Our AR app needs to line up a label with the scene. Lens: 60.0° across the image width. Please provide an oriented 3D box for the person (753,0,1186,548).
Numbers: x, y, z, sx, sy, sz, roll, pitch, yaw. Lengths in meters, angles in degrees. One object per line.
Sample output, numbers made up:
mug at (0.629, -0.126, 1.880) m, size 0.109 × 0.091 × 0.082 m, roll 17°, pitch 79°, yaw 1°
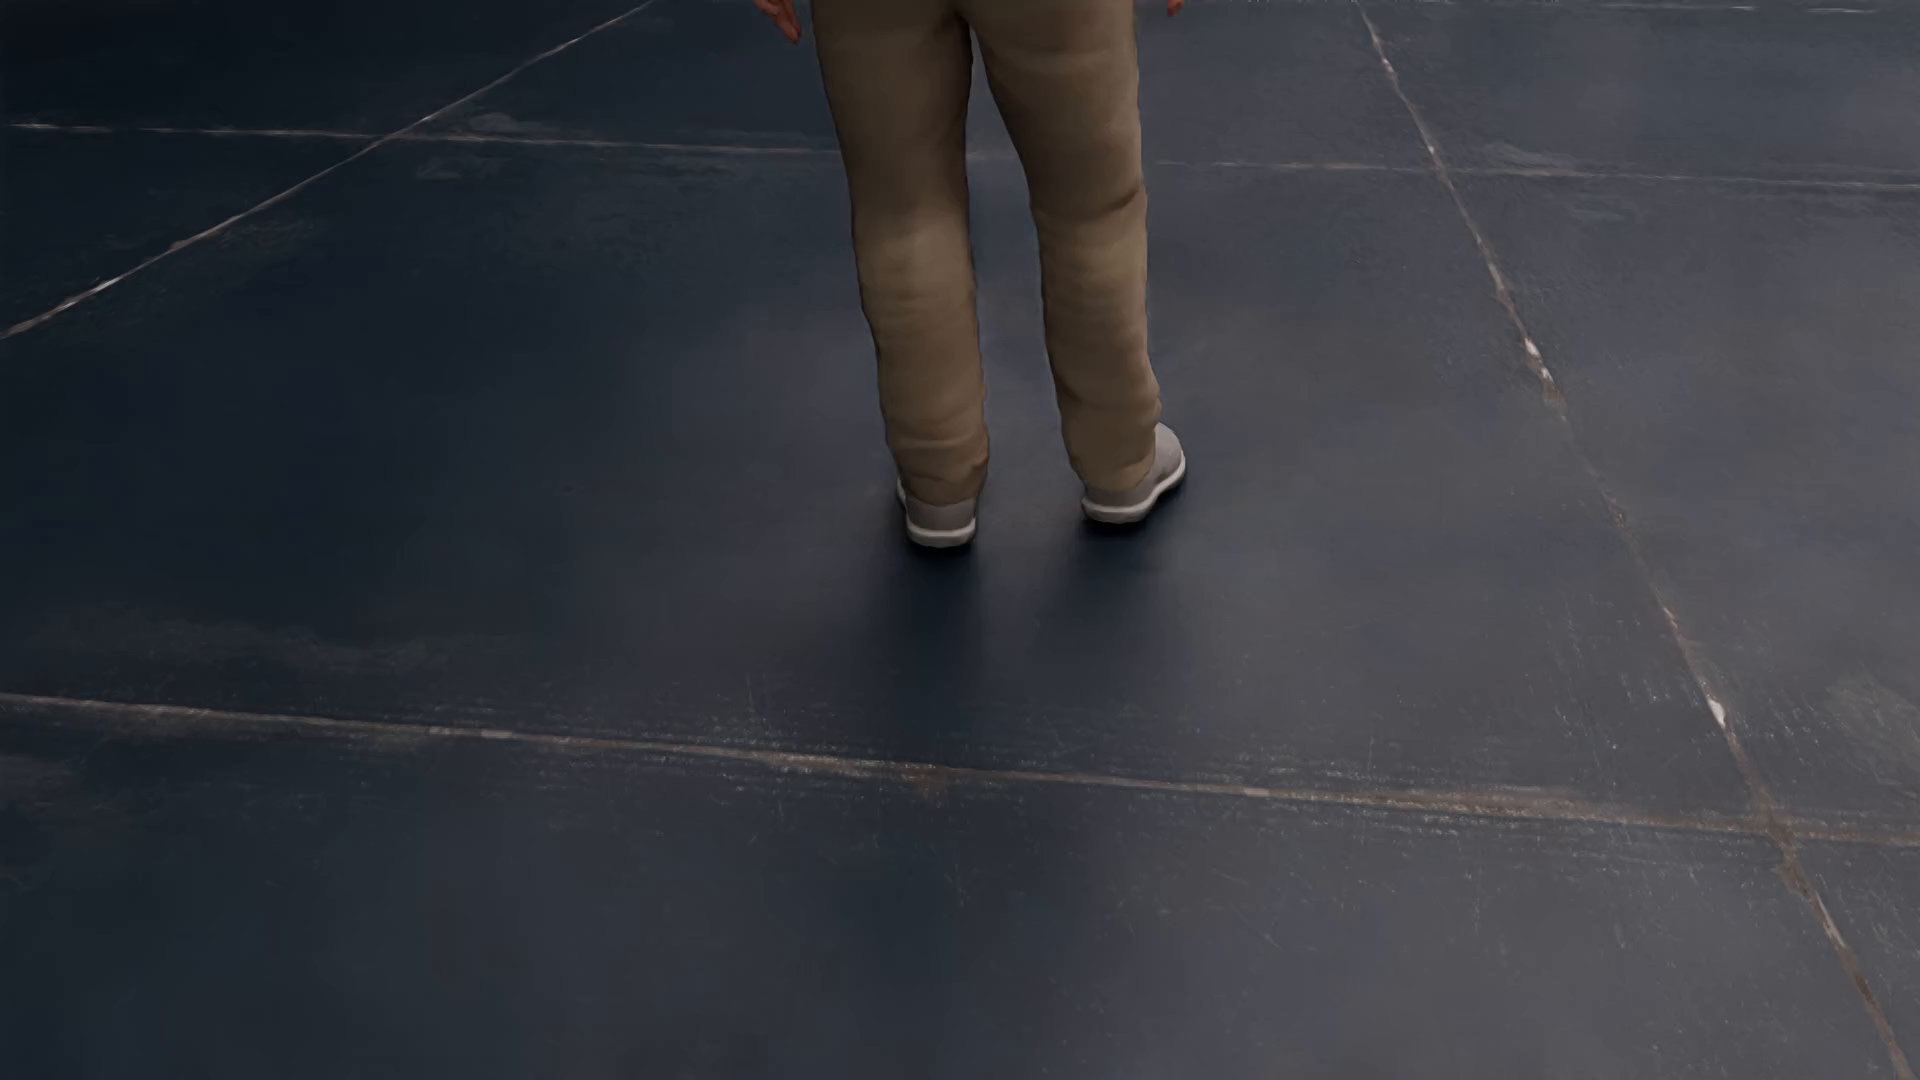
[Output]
person at (0.024, -0.819, 2.189) m, size 0.640 × 1.727 × 0.550 m, roll 3°, pitch 27°, yaw 7°
